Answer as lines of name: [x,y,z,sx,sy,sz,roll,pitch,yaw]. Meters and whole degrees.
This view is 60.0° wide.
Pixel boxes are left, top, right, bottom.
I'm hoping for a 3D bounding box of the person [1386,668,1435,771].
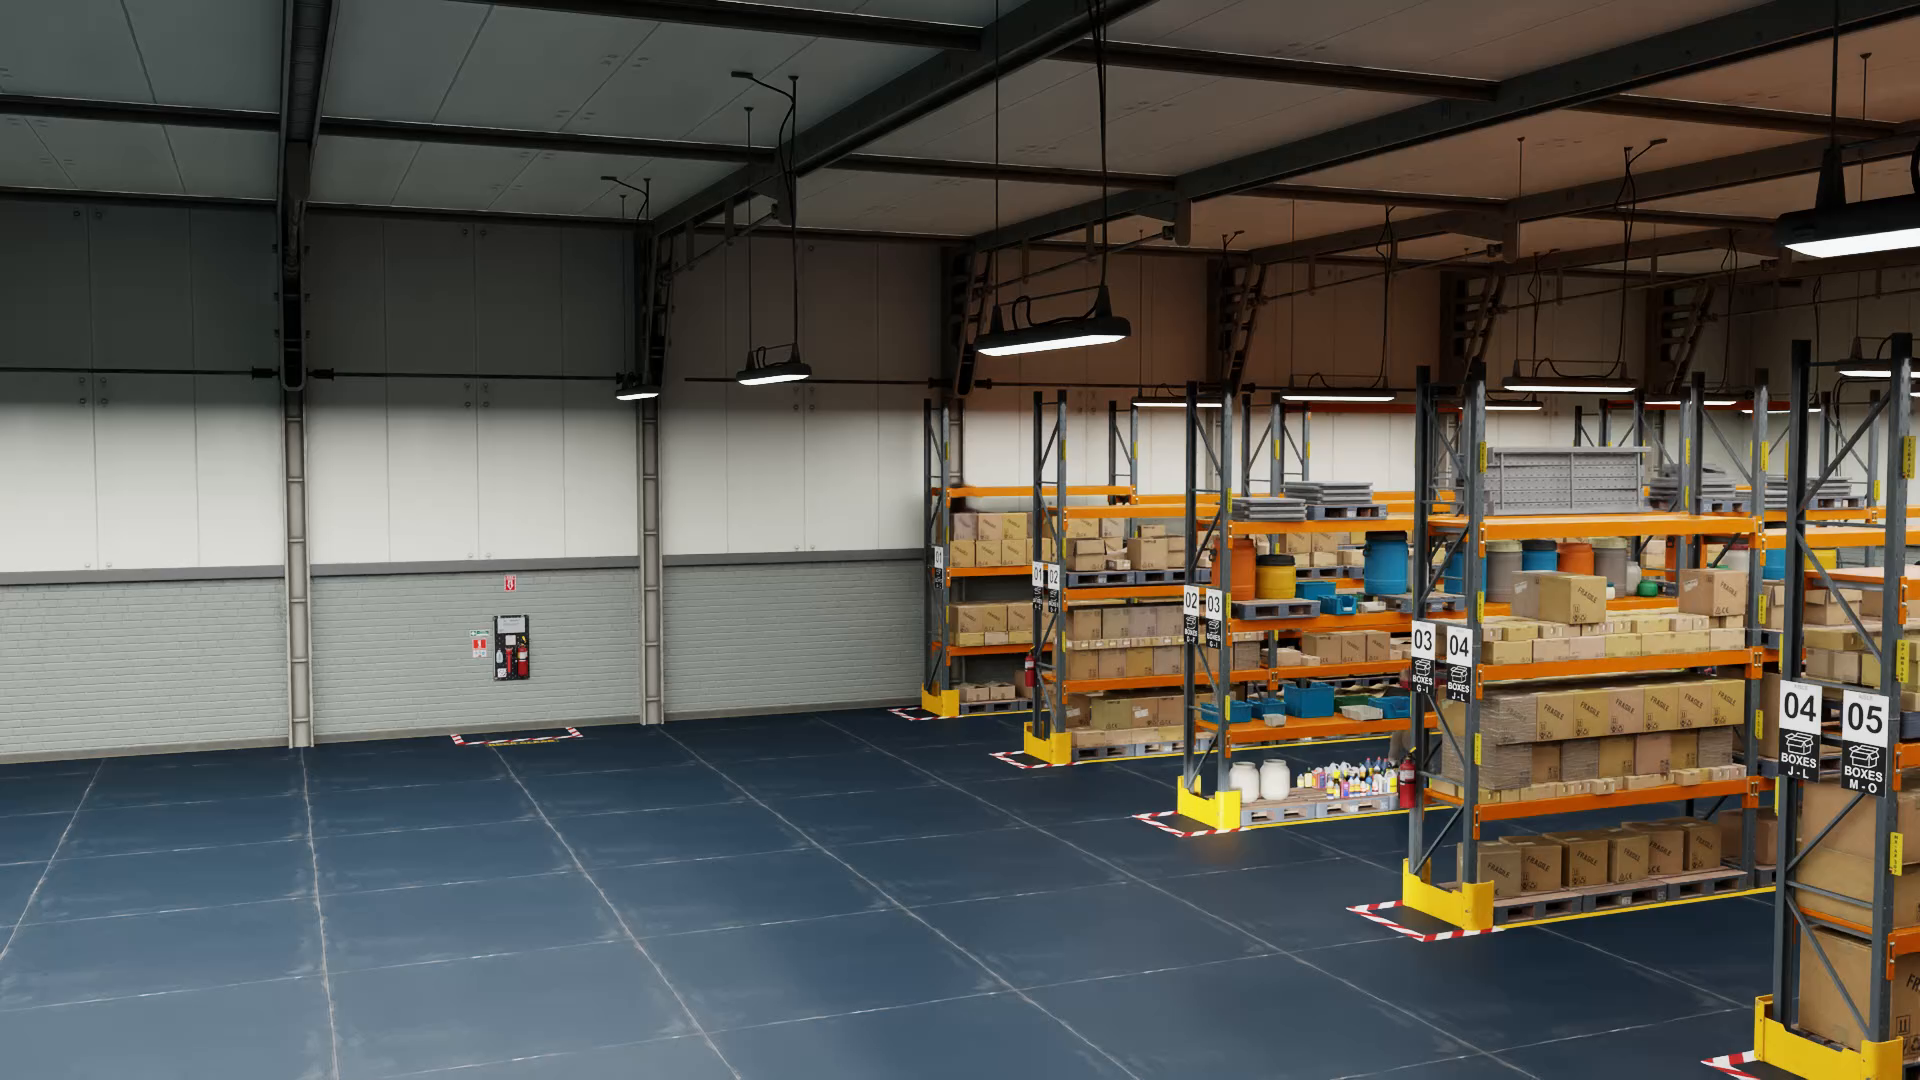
person: [6.888,2.801,25.820,0.968,1.658,0.570,2,4,26]
